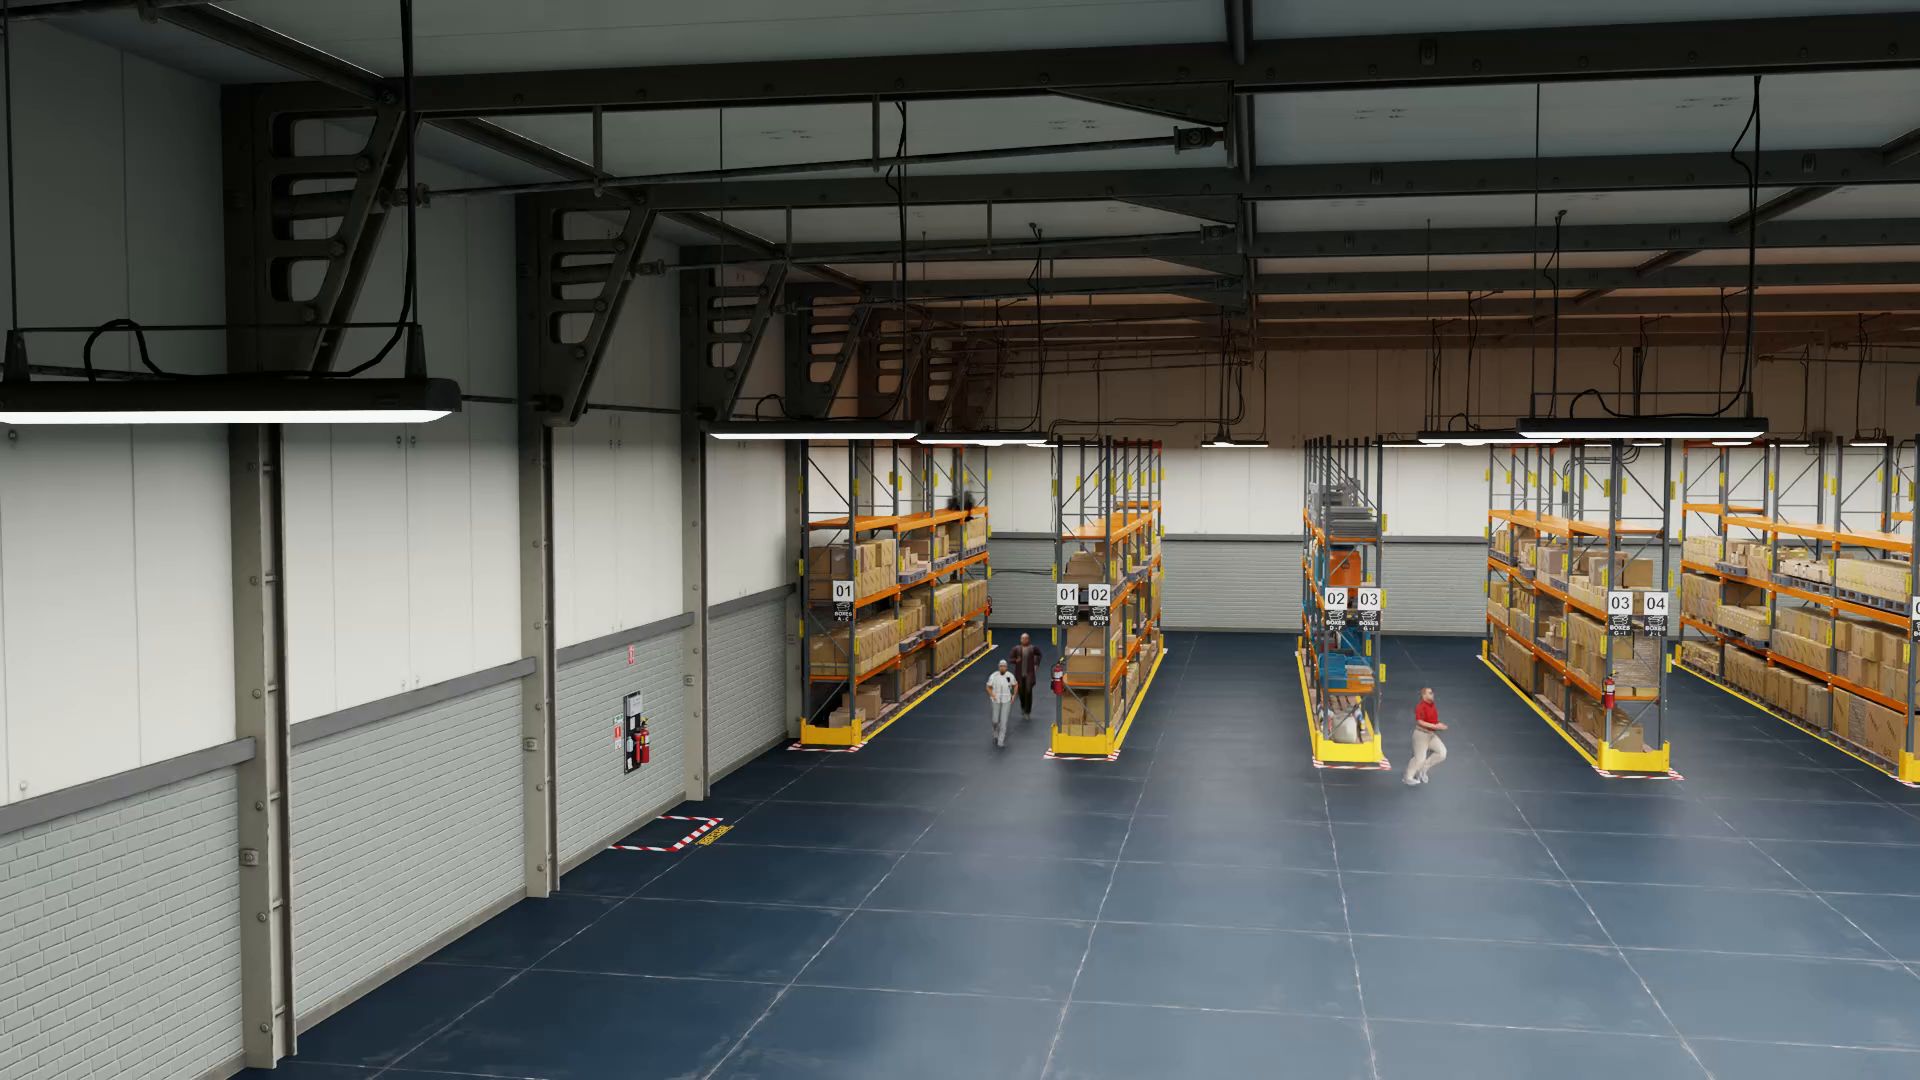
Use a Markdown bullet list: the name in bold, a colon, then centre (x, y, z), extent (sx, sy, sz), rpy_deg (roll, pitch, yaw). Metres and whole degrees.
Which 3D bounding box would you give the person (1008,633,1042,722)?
- **person**: centre (1.379, 2.896, 35.431), extent (0.690, 1.819, 0.910), rpy_deg (0, 3, 8)

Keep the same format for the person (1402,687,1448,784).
- **person**: centre (7.951, 3.332, 28.276), extent (0.803, 1.676, 0.681), rpy_deg (3, 4, 45)

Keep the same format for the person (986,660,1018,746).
- **person**: centre (0.823, 3.163, 32.461), extent (0.632, 1.671, 0.725), rpy_deg (0, 3, 3)

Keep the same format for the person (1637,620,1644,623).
- **person**: centre (17.751, 2.587, 43.258), extent (0.579, 1.632, 0.723), rpy_deg (0, 3, 8)
